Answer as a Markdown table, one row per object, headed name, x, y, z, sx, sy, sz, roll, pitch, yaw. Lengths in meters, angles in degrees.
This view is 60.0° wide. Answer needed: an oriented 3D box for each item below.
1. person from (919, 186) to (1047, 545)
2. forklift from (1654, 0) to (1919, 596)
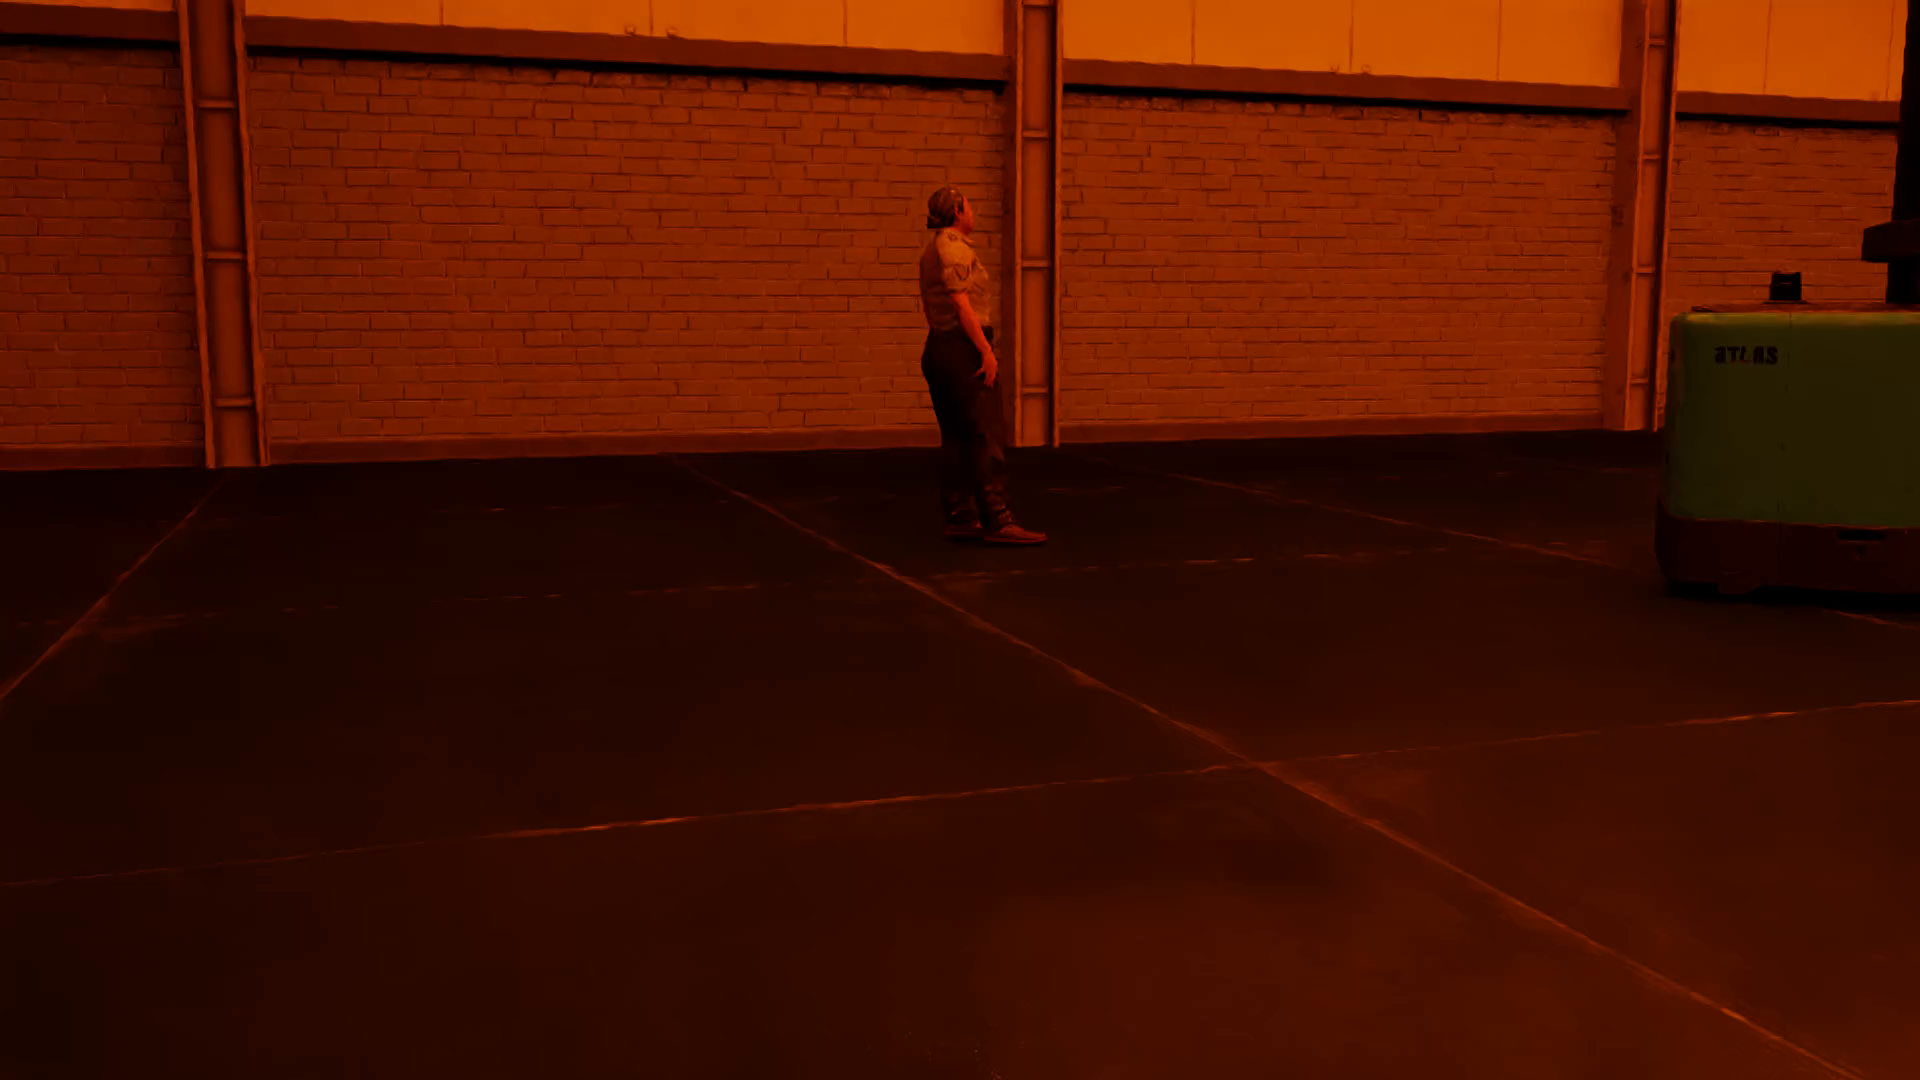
| name | x | y | z | sx | sy | sz | roll | pitch | yaw |
| --- | --- | --- | --- | --- | --- | --- | --- | --- | --- |
| person | 0.092 | -0.824 | 7.819 | 0.502 | 1.650 | 0.599 | -3 | 8 | -18 |
| forklift | 4.256 | -1.223 | 6.040 | 3.031 | 2.935 | 1.130 | 3 | 8 | 20 |
